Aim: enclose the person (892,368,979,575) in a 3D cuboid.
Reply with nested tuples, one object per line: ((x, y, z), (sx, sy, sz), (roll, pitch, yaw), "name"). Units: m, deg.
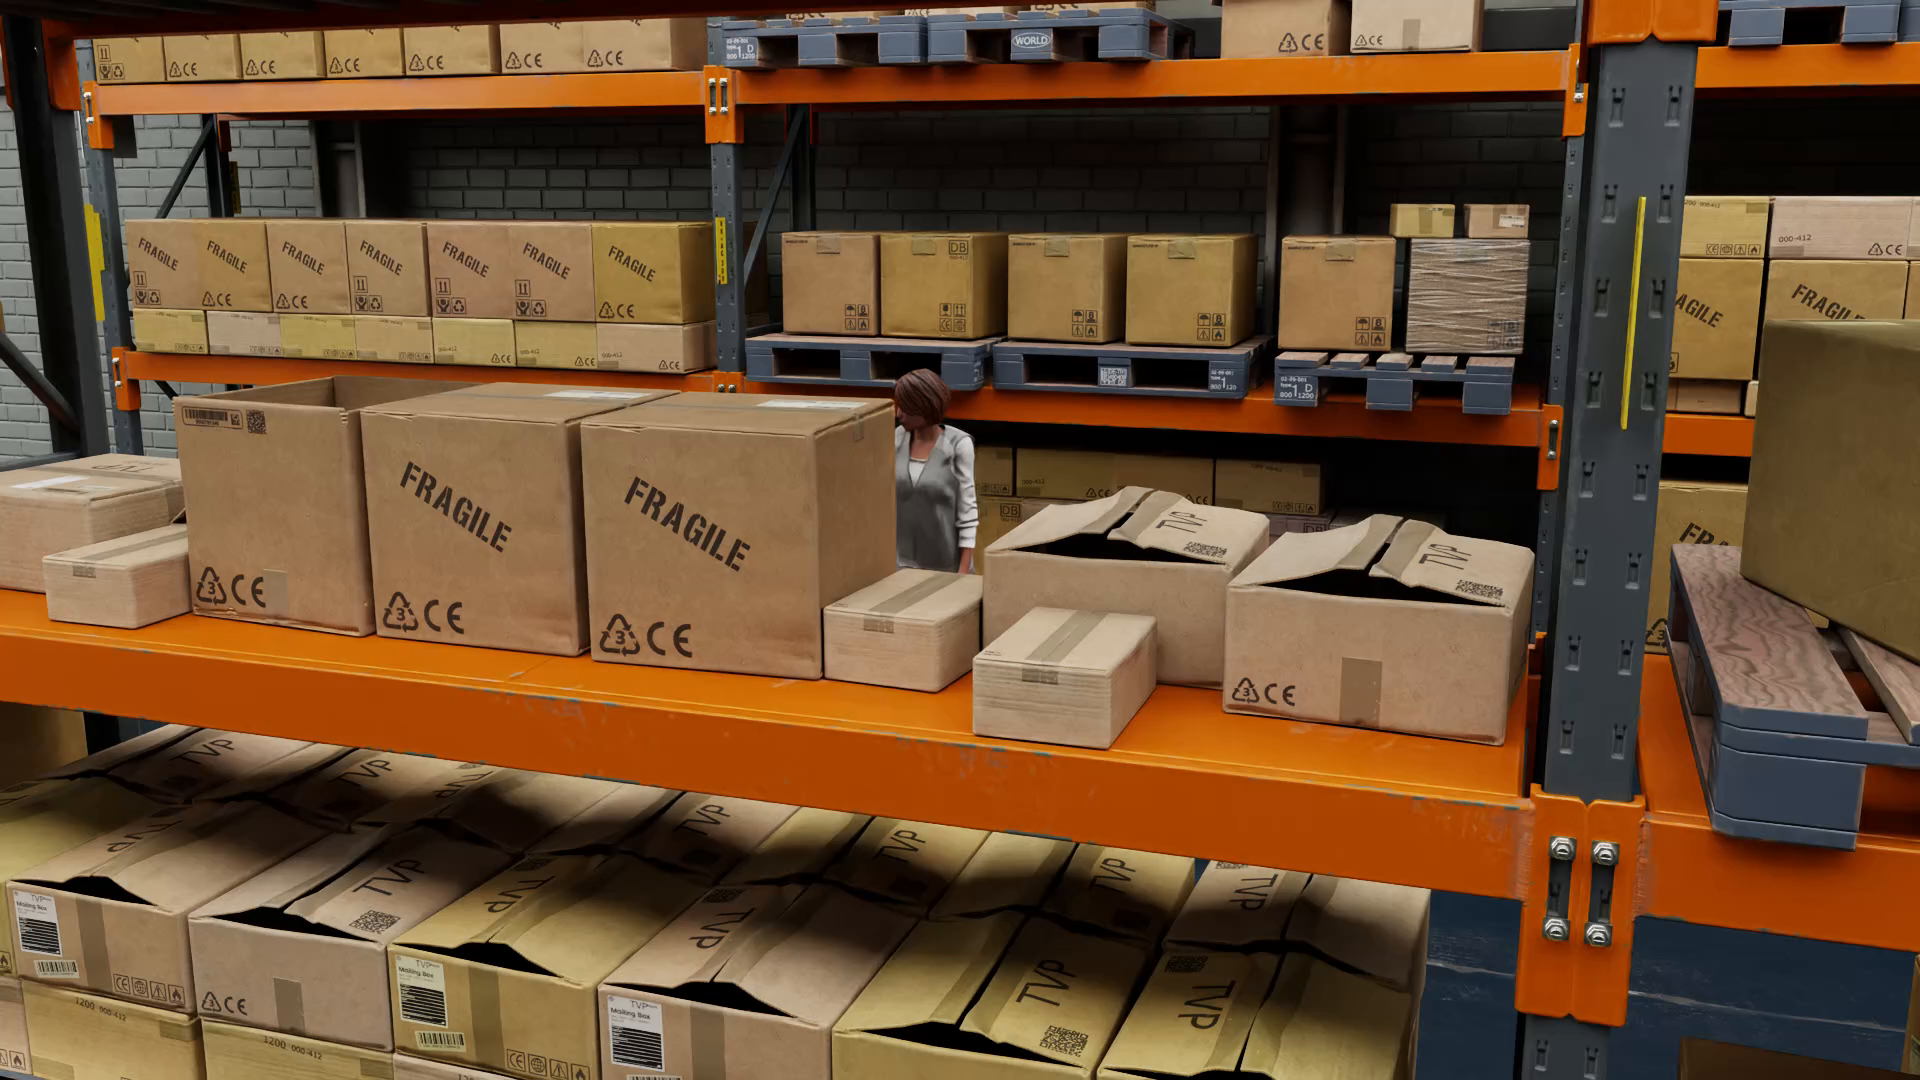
((-0.121, 0.103, 6.521), (0.425, 1.528, 0.936), (3, 12, 14), "person")
